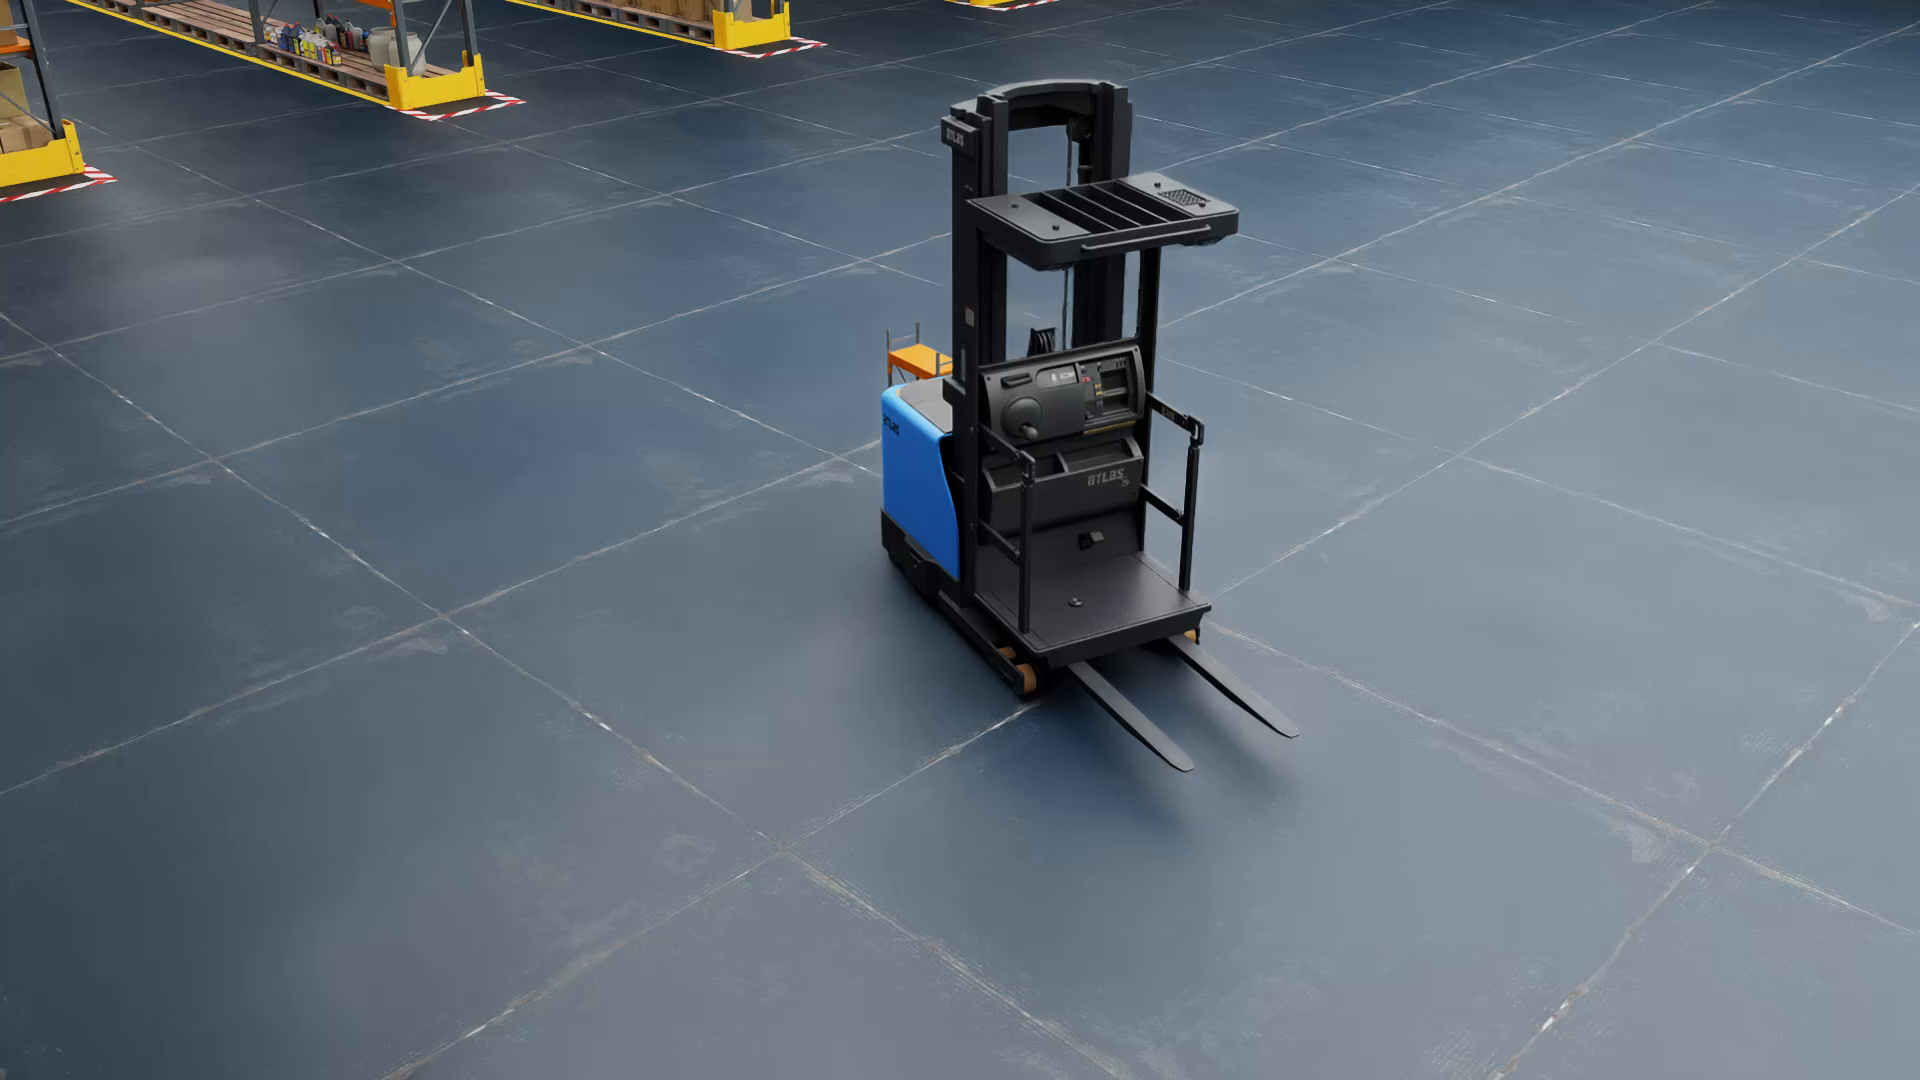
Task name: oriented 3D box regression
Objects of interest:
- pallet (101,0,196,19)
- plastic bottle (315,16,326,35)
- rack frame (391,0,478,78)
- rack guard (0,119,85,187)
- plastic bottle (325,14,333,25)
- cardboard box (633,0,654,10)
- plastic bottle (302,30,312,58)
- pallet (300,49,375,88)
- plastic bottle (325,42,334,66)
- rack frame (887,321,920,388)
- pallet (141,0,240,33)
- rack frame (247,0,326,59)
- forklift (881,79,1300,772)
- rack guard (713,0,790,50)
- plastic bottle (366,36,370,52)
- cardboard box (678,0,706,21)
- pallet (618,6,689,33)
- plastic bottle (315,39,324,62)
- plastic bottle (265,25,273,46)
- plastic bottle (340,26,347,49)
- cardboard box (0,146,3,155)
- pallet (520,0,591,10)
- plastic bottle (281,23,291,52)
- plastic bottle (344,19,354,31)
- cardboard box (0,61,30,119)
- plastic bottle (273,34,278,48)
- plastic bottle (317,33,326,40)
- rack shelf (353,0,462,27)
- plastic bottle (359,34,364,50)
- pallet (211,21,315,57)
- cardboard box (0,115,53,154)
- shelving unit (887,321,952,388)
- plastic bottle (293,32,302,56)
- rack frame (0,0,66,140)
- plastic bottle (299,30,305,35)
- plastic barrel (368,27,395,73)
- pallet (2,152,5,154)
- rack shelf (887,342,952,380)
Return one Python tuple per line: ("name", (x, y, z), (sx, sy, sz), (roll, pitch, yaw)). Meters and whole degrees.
("pallet", (-12.673, -8.390, 25.980), (1.213, 0.211, 1.003), (25, 36, 38))
("plastic bottle", (-8.669, -6.936, 22.591), (0.185, 0.351, 0.144), (25, 36, 38))
("rack frame", (-6.377, -6.771, 19.903), (0.127, 3.000, 1.000), (25, 36, 38))
("rack guard", (-9.835, -4.014, 17.346), (0.348, 0.500, 1.175), (25, 36, 38))
("plastic bottle", (-8.568, -6.984, 22.682), (0.185, 0.351, 0.144), (23, 36, 37))
("cardboard box", (-4.588, -8.294, 25.036), (0.500, 0.500, 0.500), (21, 34, 34))
("plastic bottle", (-8.506, -6.497, 21.756), (0.185, 0.351, 0.144), (24, 36, 38))
("pallet", (-7.905, -6.211, 21.834), (1.213, 0.211, 1.003), (25, 36, 38))
("plastic bottle", (-8.090, -6.249, 21.357), (0.061, 0.283, 0.133), (-24, 36, -38))
("rack frame", (-0.347, -0.780, 10.445), (0.240, 1.200, 0.015), (-20, 34, -33))
("pallet", (-11.556, -7.881, 25.011), (1.213, 0.211, 1.003), (25, 36, 38))
("rack frame", (-9.229, -8.076, 22.386), (0.127, 3.000, 1.000), (25, 36, 38))
("forklift", (0.648, -0.721, 8.472), (1.130, 2.935, 3.031), (-13, 31, -24))
("rack guard", (-2.958, -7.333, 23.658), (0.348, 0.500, 1.175), (25, 36, 38))
("plastic bottle", (-7.837, -6.599, 22.110), (0.097, 0.201, 0.097), (0, 28, 0))
("cardboard box", (-3.788, -7.887, 24.261), (0.500, 0.500, 0.500), (-15, 31, -27))
("pallet", (-4.379, -7.880, 25.009), (1.213, 0.211, 1.003), (25, 36, 38))
("plastic bottle", (-8.253, -6.350, 21.558), (0.135, 0.276, 0.152), (23, 36, 37))
("plastic bottle", (-9.309, -6.814, 22.444), (0.097, 0.271, 0.097), (0, 28, 0))
("plastic bottle", (-8.254, -6.743, 22.297), (0.133, 0.283, 0.061), (25, 36, 38))
("cardboard box", (-10.442, -4.174, 17.468), (0.500, 0.250, 0.500), (25, 36, 38))
("pallet", (-6.313, -8.739, 26.643), (1.213, 0.211, 1.003), (25, 36, 38))
("plastic bottle", (-8.944, -6.697, 22.137), (0.144, 0.351, 0.185), (-24, 36, -38))
("plastic bottle", (-8.200, -6.816, 22.362), (0.185, 0.351, 0.144), (24, 36, 38))
("cardboard box", (-10.436, -4.840, 17.929), (0.500, 0.500, 0.500), (25, 36, 38))
("plastic bottle", (-9.164, -6.716, 22.334), (0.097, 0.201, 0.097), (0, 28, 0))
("plastic bottle", (-8.421, -6.521, 21.882), (0.135, 0.276, 0.152), (25, 36, 38))
("rack shelf", (-7.803, -7.105, 21.312), (4.000, 0.370, 1.077), (25, 36, 38))
("plastic bottle", (-7.984, -6.666, 22.238), (0.097, 0.201, 0.097), (0, 28, 0))
("pallet", (-9.816, -7.085, 23.497), (1.213, 0.211, 1.003), (25, 36, 38))
("cardboard box", (-10.078, -4.346, 17.795), (0.500, 0.250, 0.500), (25, 36, 38))
("shelving unit", (-0.196, -0.691, 10.275), (0.258, 1.200, 0.503), (-20, 34, -33))
("plastic bottle", (-8.721, -6.538, 21.907), (0.061, 0.283, 0.133), (-23, 36, -37))
("rack frame", (-9.852, -5.128, 16.780), (0.127, 3.000, 1.000), (25, 36, 38))
("plastic bottle", (-8.756, -6.655, 22.142), (0.097, 0.271, 0.097), (0, 28, 0))
("plastic barrel", (-7.257, -6.208, 21.056), (0.421, 0.512, 0.421), (0, 28, 0))
("pallet", (-10.427, -4.130, 17.877), (1.213, 0.211, 1.003), (25, 36, 38))
("rack shelf", (-0.196, -1.039, 10.092), (0.258, 0.148, 0.480), (-20, 34, -33))
